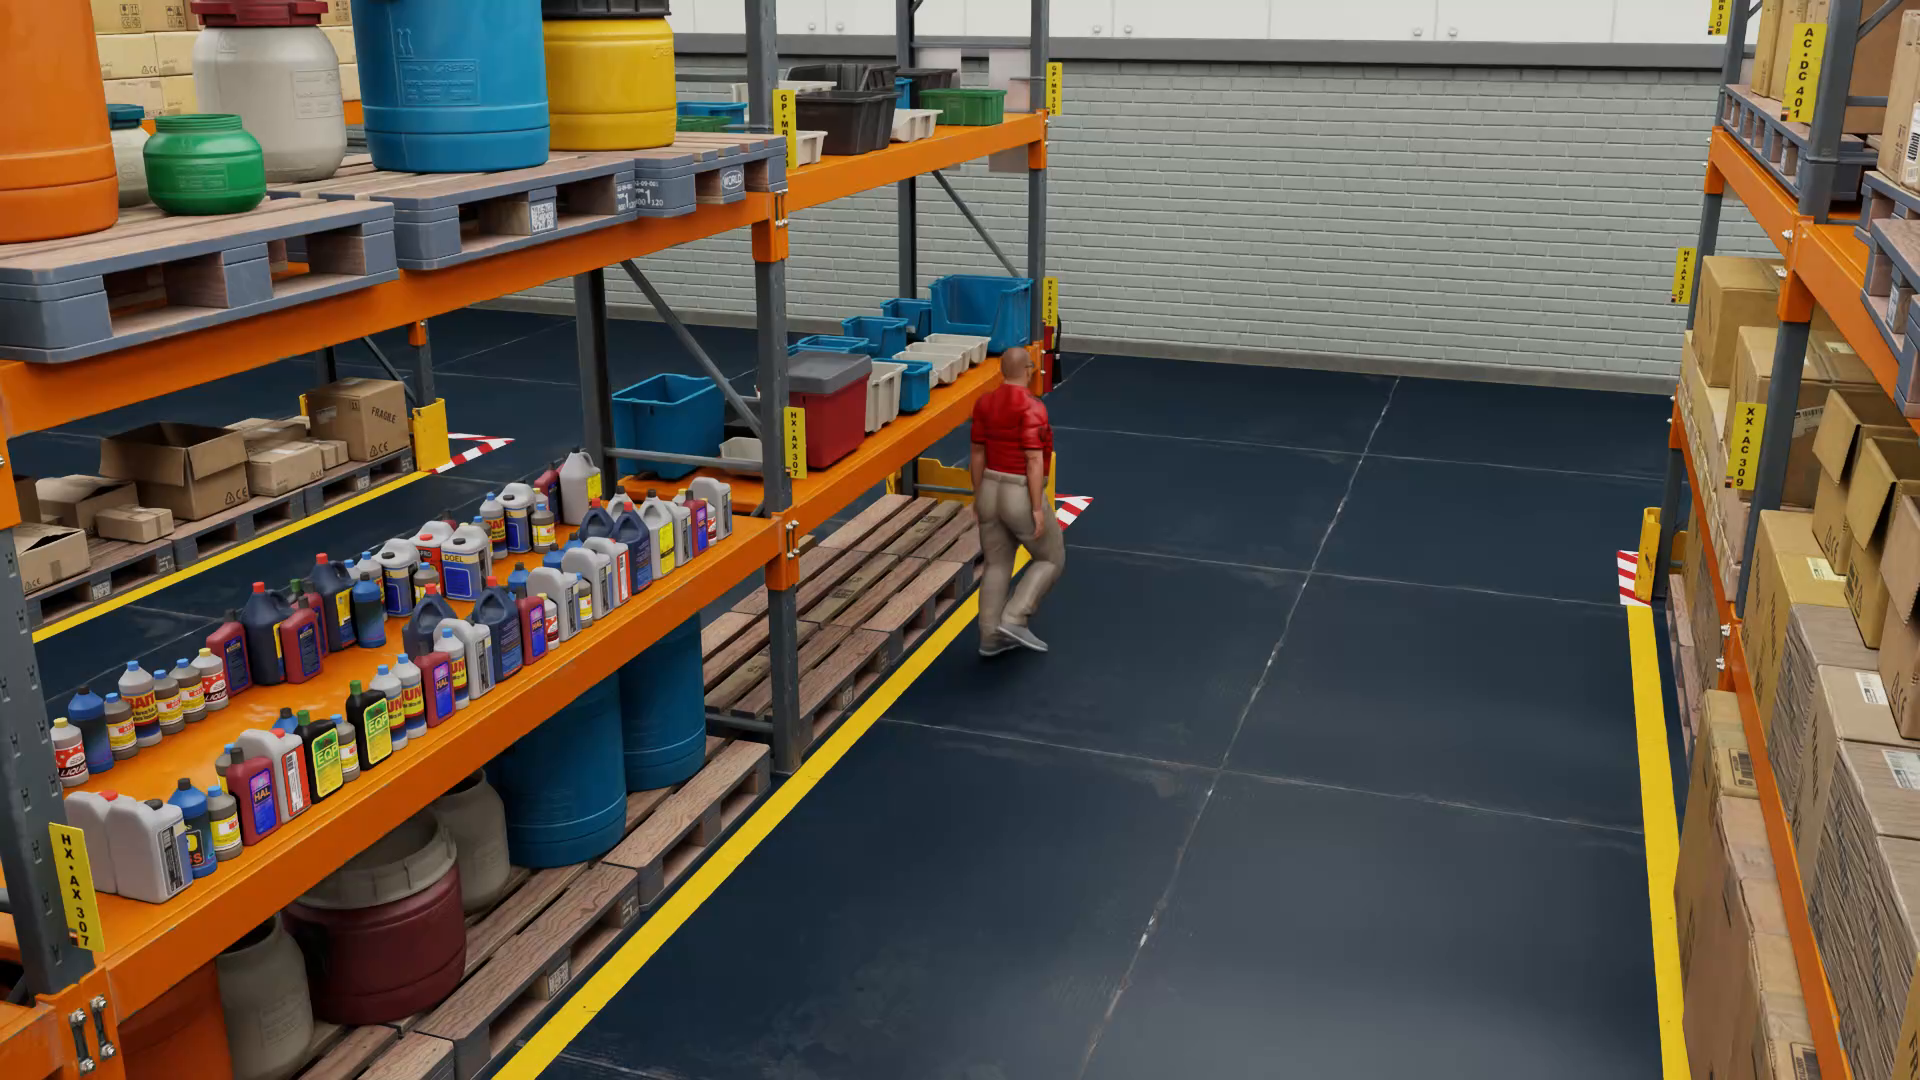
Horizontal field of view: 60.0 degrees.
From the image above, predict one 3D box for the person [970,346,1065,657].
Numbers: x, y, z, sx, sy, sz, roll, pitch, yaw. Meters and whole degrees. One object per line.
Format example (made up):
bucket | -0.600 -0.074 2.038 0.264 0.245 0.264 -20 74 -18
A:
person | 0.279 -0.200 9.143 0.584 1.714 0.478 15 24 38
